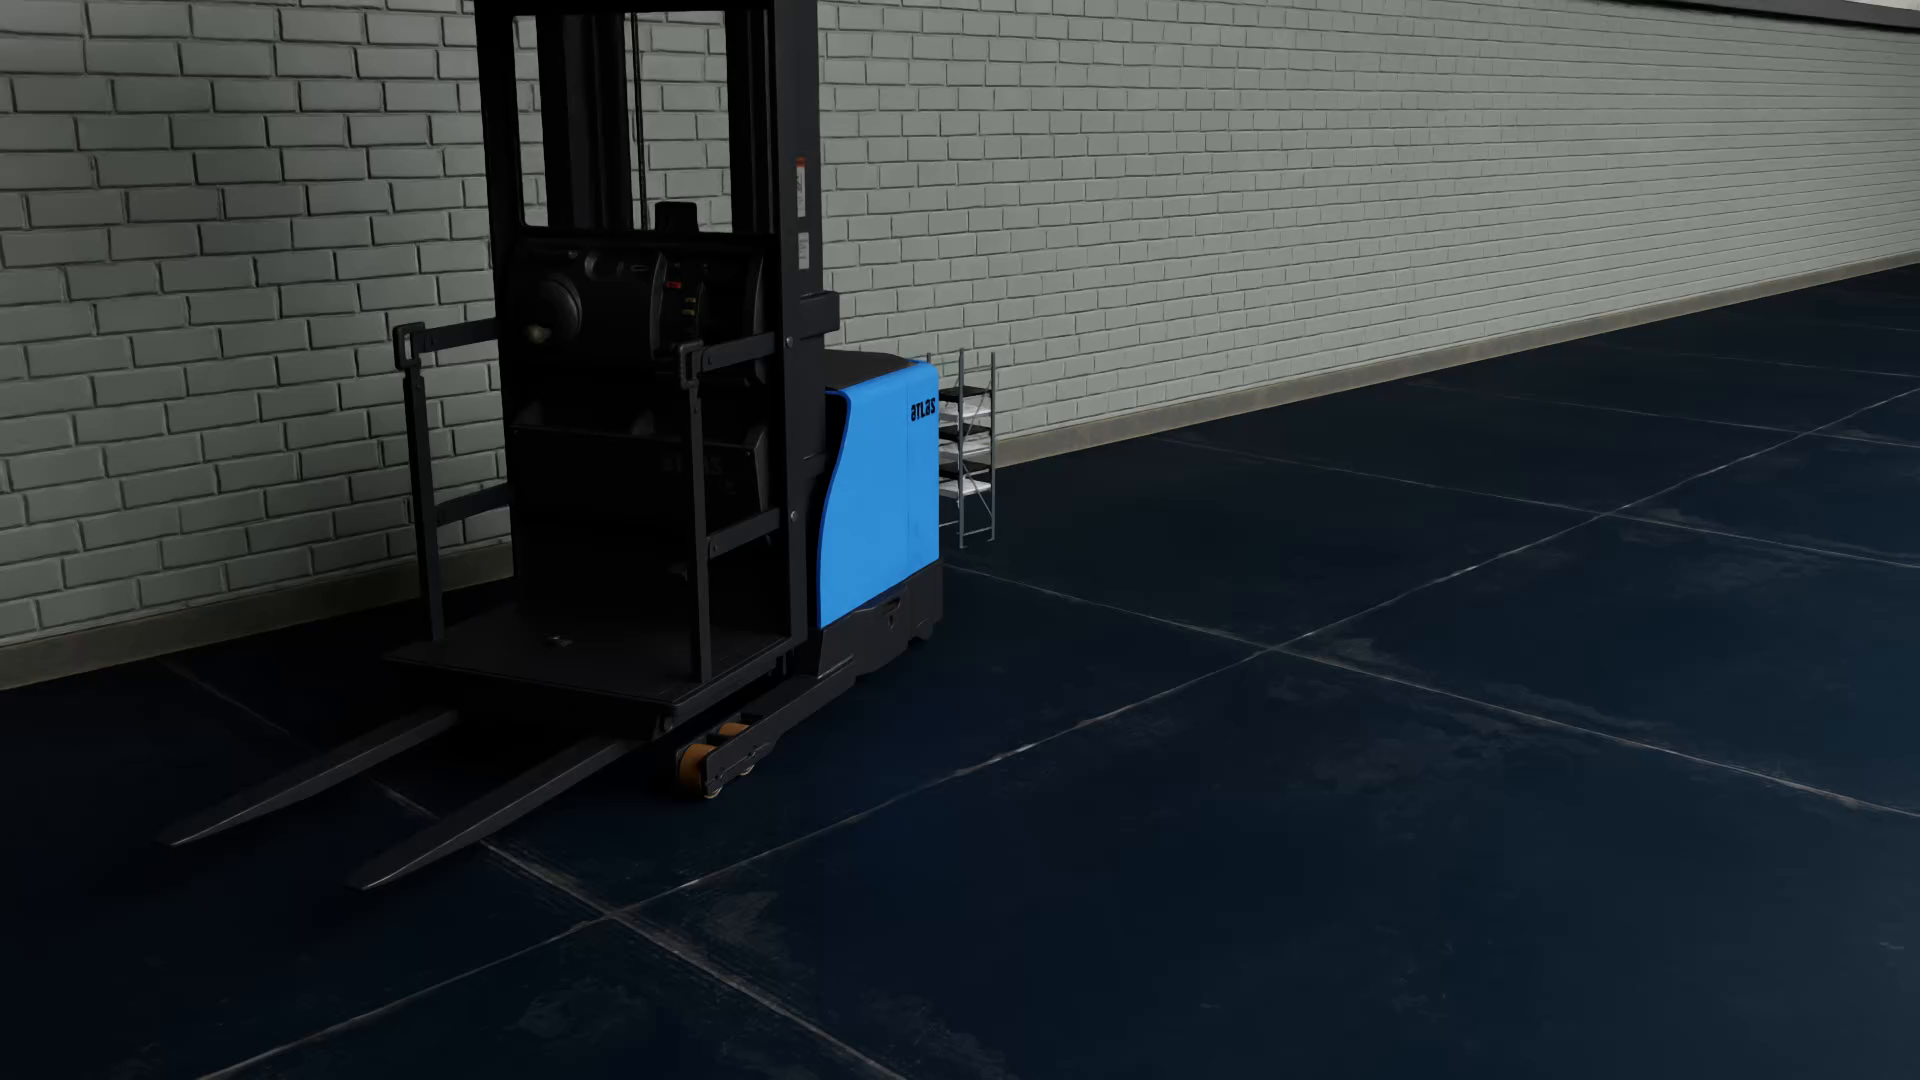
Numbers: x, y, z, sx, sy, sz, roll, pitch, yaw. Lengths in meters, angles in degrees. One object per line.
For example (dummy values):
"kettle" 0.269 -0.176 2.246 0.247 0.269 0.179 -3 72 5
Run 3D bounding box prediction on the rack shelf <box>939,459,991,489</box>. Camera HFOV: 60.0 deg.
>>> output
"rack shelf" 0.006 -0.315 7.844 0.200 0.077 0.258 14 20 42

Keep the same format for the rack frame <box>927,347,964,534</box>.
"rack frame" -0.067 -0.452 7.881 0.006 0.900 0.240 14 20 42

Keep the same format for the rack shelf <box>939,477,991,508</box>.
"rack shelf" 0.006 -0.228 7.867 0.200 0.077 0.258 14 20 42

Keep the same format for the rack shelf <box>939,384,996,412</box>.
"rack shelf" 0.006 -0.663 7.753 0.200 0.077 0.258 14 20 42

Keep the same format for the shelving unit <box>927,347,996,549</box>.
"shelving unit" 0.006 -0.434 7.813 0.210 0.900 0.258 14 20 42

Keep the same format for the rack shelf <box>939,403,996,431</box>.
"rack shelf" 0.006 -0.576 7.776 0.200 0.077 0.258 14 20 42

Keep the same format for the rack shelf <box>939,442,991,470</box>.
"rack shelf" 0.006 -0.402 7.822 0.200 0.077 0.258 14 20 42

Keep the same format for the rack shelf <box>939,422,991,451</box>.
"rack shelf" 0.006 -0.489 7.799 0.200 0.077 0.258 14 20 42

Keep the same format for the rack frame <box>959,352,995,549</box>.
"rack frame" 0.079 -0.416 7.745 0.006 0.900 0.240 14 20 42

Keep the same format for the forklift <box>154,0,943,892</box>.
"forklift" -1.113 -0.766 5.059 1.130 2.935 3.031 6 16 22
